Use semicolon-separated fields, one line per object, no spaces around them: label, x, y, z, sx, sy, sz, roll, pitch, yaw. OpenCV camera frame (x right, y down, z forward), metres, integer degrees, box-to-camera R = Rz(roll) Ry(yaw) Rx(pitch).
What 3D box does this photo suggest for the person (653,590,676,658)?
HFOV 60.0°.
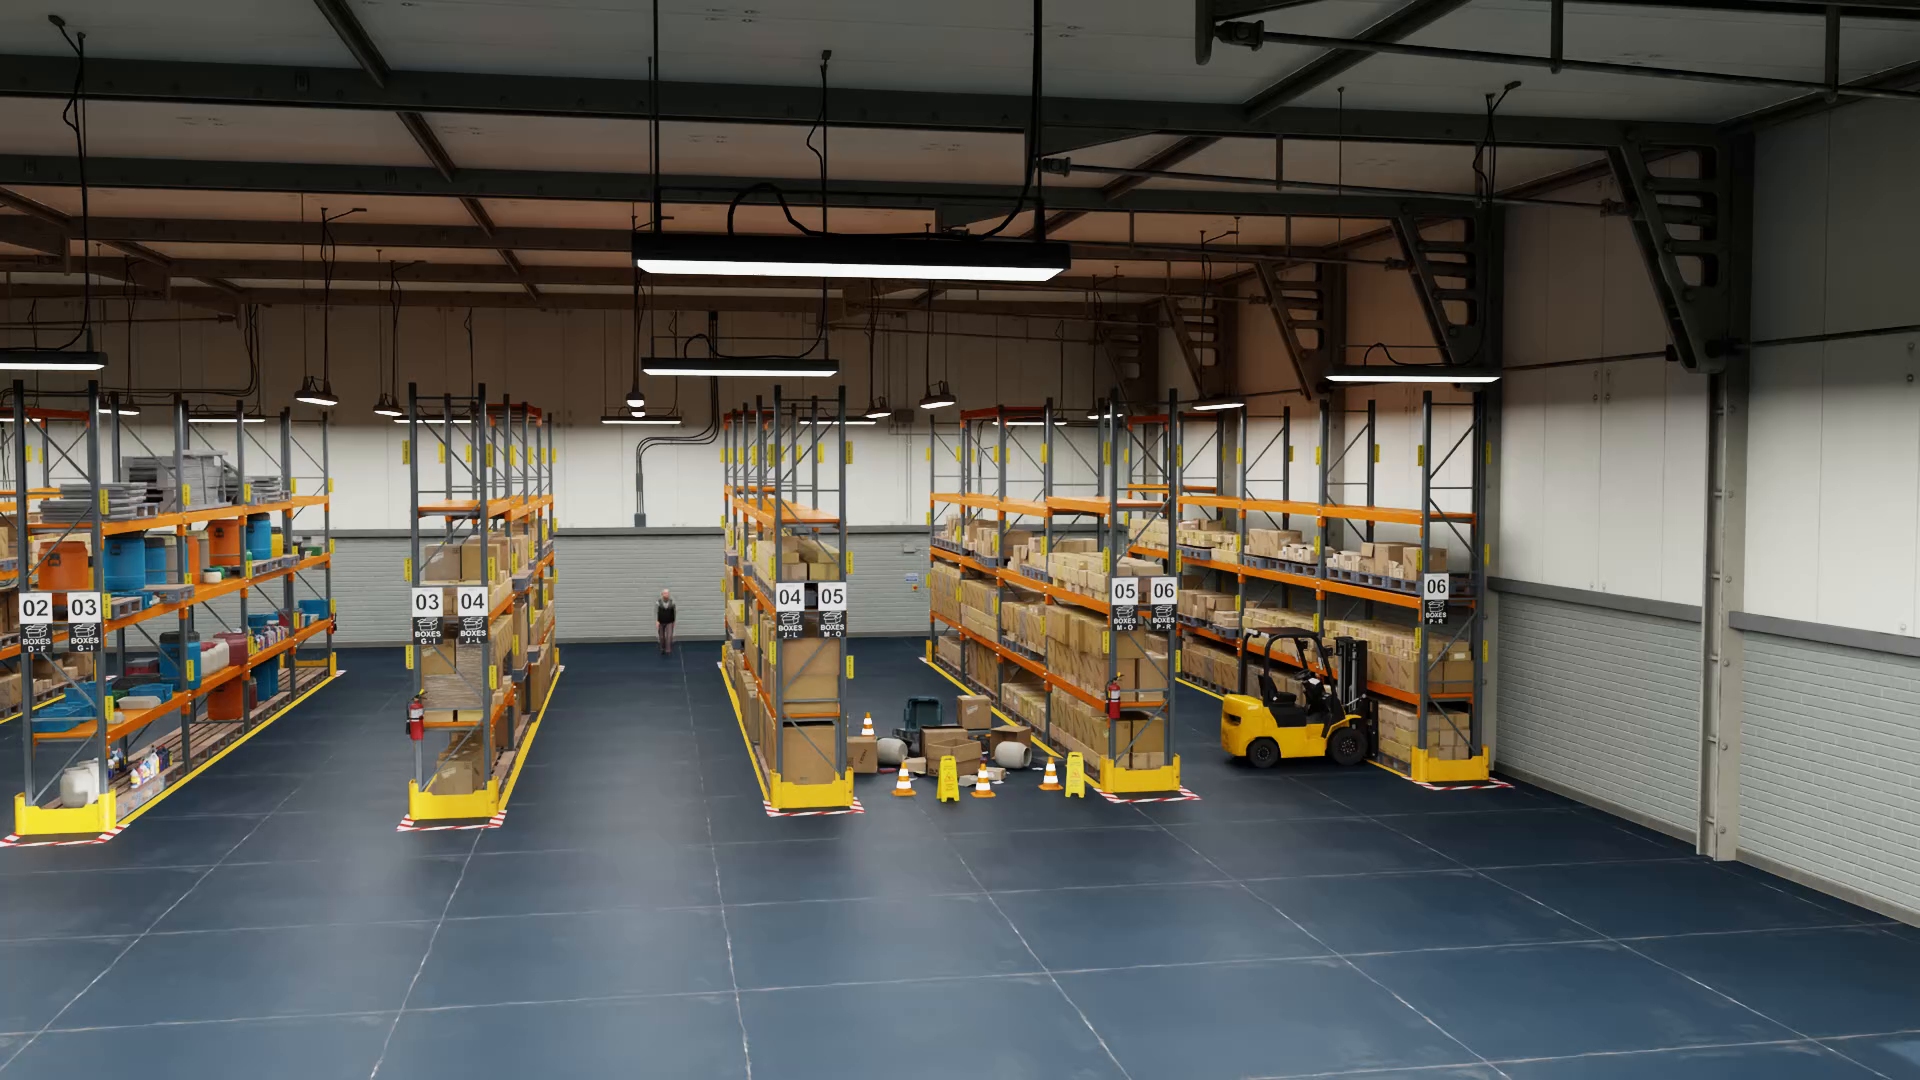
person;-7.325;2.062;41.228;0.534;1.661;1.069;0;3;-8
